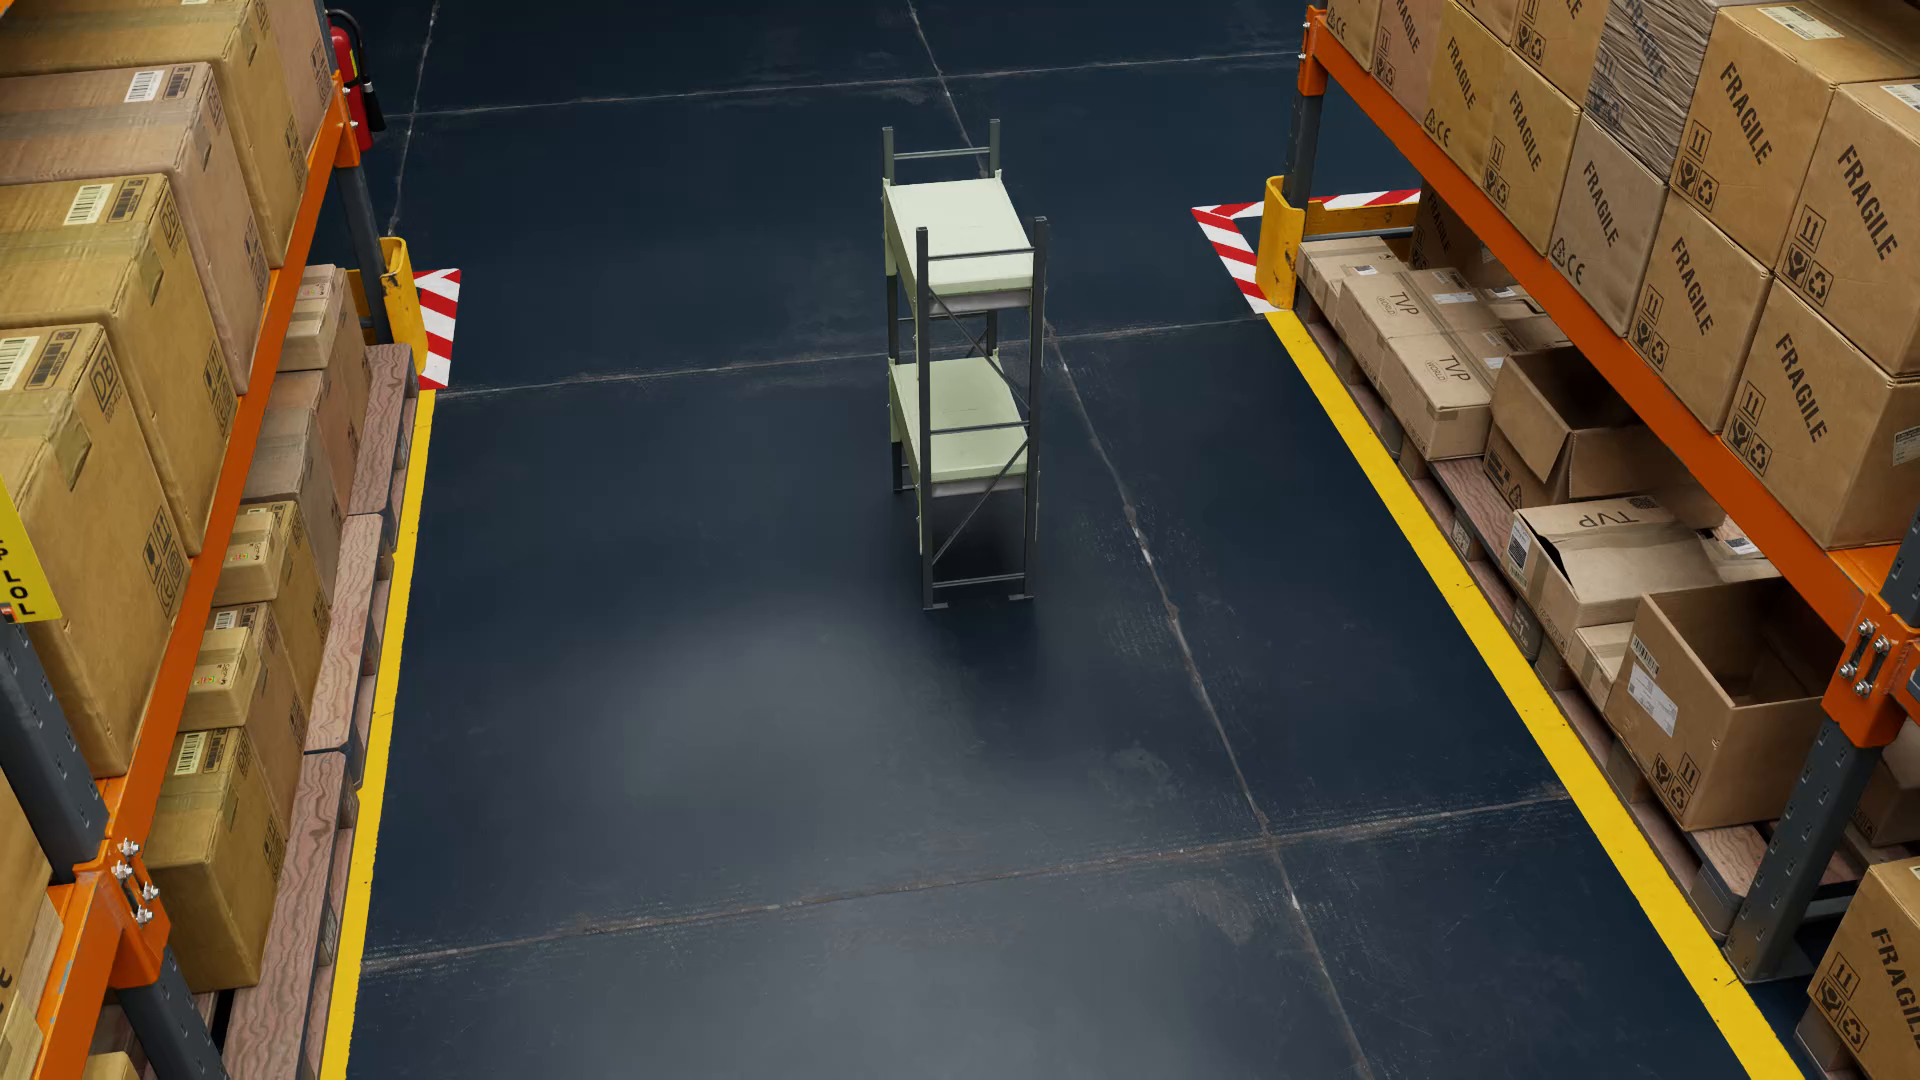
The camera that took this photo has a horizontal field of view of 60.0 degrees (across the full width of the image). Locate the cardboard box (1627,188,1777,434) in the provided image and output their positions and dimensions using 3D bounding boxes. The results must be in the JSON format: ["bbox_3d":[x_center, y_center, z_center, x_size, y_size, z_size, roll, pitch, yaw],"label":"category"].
[{"bbox_3d":[2.238,-0.653,4.564,0.500,0.500,0.500,-5,38,-7],"label":"cardboard box"}]

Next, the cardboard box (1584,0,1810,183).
[{"bbox_3d":[2.146,-1.353,4.650,0.500,0.500,0.500,-6,38,-8],"label":"cardboard box"}]

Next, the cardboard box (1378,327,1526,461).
[{"bbox_3d":[1.960,-0.569,6.420,0.500,0.250,0.500,-6,38,-8],"label":"cardboard box"}]

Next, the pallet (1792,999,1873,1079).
[{"bbox_3d":[2.850,1.561,4.069,1.003,0.211,1.213,-6,38,-8],"label":"pallet"}]

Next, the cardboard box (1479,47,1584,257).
[{"bbox_3d":[2.054,-1.270,5.359,0.500,0.500,0.500,-6,38,-7],"label":"cardboard box"}]

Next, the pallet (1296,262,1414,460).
[{"bbox_3d":[2.123,-0.815,7.127,1.003,0.211,1.213,-6,38,-8],"label":"pallet"}]

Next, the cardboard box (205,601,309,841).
[{"bbox_3d":[-2.321,0.562,4.777,0.700,0.500,0.500,-7,38,-8],"label":"cardboard box"}]

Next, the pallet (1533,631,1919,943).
[{"bbox_3d":[2.550,0.659,5.230,1.003,0.211,1.213,-6,38,-8],"label":"pallet"}]

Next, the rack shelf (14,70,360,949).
[{"bbox_3d":[-2.557,-0.417,4.928,1.077,0.370,4.000,-6,38,-8],"label":"rack shelf"}]

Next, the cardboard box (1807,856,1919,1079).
[{"bbox_3d":[2.515,1.104,4.063,0.500,0.500,0.500,-8,39,-10],"label":"cardboard box"}]

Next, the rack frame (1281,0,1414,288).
[{"bbox_3d":[1.969,-2.444,6.951,1.000,3.000,0.127,-6,38,-8],"label":"rack frame"}]

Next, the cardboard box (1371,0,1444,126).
[{"bbox_3d":[1.882,-1.876,6.138,0.500,0.500,0.500,-7,38,-8],"label":"cardboard box"}]

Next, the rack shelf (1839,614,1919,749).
[{"bbox_3d":[3.020,1.464,2.507,1.077,0.370,4.000,-6,38,-8],"label":"rack shelf"}]

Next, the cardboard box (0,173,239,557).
[{"bbox_3d":[-2.408,-0.382,4.052,0.980,0.700,0.700,-7,38,-9],"label":"cardboard box"}]

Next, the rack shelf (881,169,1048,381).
[{"bbox_3d":[0.001,-0.896,5.545,0.431,0.370,0.720,-6,38,-8],"label":"rack shelf"}]

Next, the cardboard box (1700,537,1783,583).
[{"bbox_3d":[2.648,0.119,5.602,0.380,0.166,0.250,-6,38,-8],"label":"cardboard box"}]

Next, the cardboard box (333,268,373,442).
[{"bbox_3d":[-2.687,-0.675,6.370,0.700,0.500,0.500,-6,38,-8],"label":"cardboard box"}]

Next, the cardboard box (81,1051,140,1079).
[{"bbox_3d":[-1.965,1.569,3.195,0.750,0.750,0.750,-6,38,-7],"label":"cardboard box"}]

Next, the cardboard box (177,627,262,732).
[{"bbox_3d":[-2.117,0.383,4.478,0.380,0.149,0.250,-5,38,-6],"label":"cardboard box"}]

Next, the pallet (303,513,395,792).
[{"bbox_3d":[-2.480,0.402,5.560,1.003,0.211,1.213,-6,38,-8],"label":"pallet"}]

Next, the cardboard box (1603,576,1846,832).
[{"bbox_3d":[2.291,0.472,4.876,0.500,0.500,0.500,-6,38,-8],"label":"cardboard box"}]

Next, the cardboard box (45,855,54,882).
[{"bbox_3d":[-2.407,0.719,4.046,0.380,0.149,0.250,-6,38,-8],"label":"cardboard box"}]

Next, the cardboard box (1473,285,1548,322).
[{"bbox_3d":[2.289,-0.942,6.969,0.380,0.166,0.250,-6,38,-8],"label":"cardboard box"}]

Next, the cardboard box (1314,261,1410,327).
[{"bbox_3d":[1.747,-1.058,7.117,0.380,0.166,0.250,-6,38,-8],"label":"cardboard box"}]

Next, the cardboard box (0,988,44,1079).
[{"bbox_3d":[-1.801,0.922,2.806,0.380,0.149,0.250,-6,38,-7],"label":"cardboard box"}]

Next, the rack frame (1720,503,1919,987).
[{"bbox_3d":[2.670,-0.028,3.841,1.000,3.000,0.127,-6,38,-8],"label":"rack frame"}]

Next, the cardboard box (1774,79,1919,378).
[{"bbox_3d":[2.326,-0.740,3.861,0.500,0.500,0.500,-6,38,-8],"label":"cardboard box"}]

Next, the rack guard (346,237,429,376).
[{"bbox_3d":[-2.912,-0.936,7.047,1.175,0.500,0.348,-6,38,-8],"label":"rack guard"}]

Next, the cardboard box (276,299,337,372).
[{"bbox_3d":[-2.439,-0.719,5.897,0.380,0.149,0.250,-5,38,-7],"label":"cardboard box"}]

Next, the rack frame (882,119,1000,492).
[{"bbox_3d":[-0.063,-0.809,6.069,0.400,1.500,0.023,-6,38,-8],"label":"rack frame"}]

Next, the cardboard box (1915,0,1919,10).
[{"bbox_3d":[2.773,-1.089,4.310,0.500,0.500,0.500,-7,38,-9],"label":"cardboard box"}]

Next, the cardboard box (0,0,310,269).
[{"bbox_3d":[-2.670,-1.282,5.211,0.980,0.700,0.700,-7,38,-8],"label":"cardboard box"}]

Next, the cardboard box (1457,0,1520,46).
[{"bbox_3d":[1.969,-1.964,5.437,0.500,0.500,0.500,-6,38,-7],"label":"cardboard box"}]

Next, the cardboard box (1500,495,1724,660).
[{"bbox_3d":[2.159,0.094,5.517,0.500,0.311,0.500,-6,38,-8],"label":"cardboard box"}]

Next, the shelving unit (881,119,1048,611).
[{"bbox_3d":[0.001,-0.588,5.785,0.431,1.500,0.755,-6,38,-8],"label":"shelving unit"}]

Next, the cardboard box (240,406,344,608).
[{"bbox_3d":[-2.510,-0.069,5.590,0.700,0.500,0.500,-7,38,-9],"label":"cardboard box"}]
